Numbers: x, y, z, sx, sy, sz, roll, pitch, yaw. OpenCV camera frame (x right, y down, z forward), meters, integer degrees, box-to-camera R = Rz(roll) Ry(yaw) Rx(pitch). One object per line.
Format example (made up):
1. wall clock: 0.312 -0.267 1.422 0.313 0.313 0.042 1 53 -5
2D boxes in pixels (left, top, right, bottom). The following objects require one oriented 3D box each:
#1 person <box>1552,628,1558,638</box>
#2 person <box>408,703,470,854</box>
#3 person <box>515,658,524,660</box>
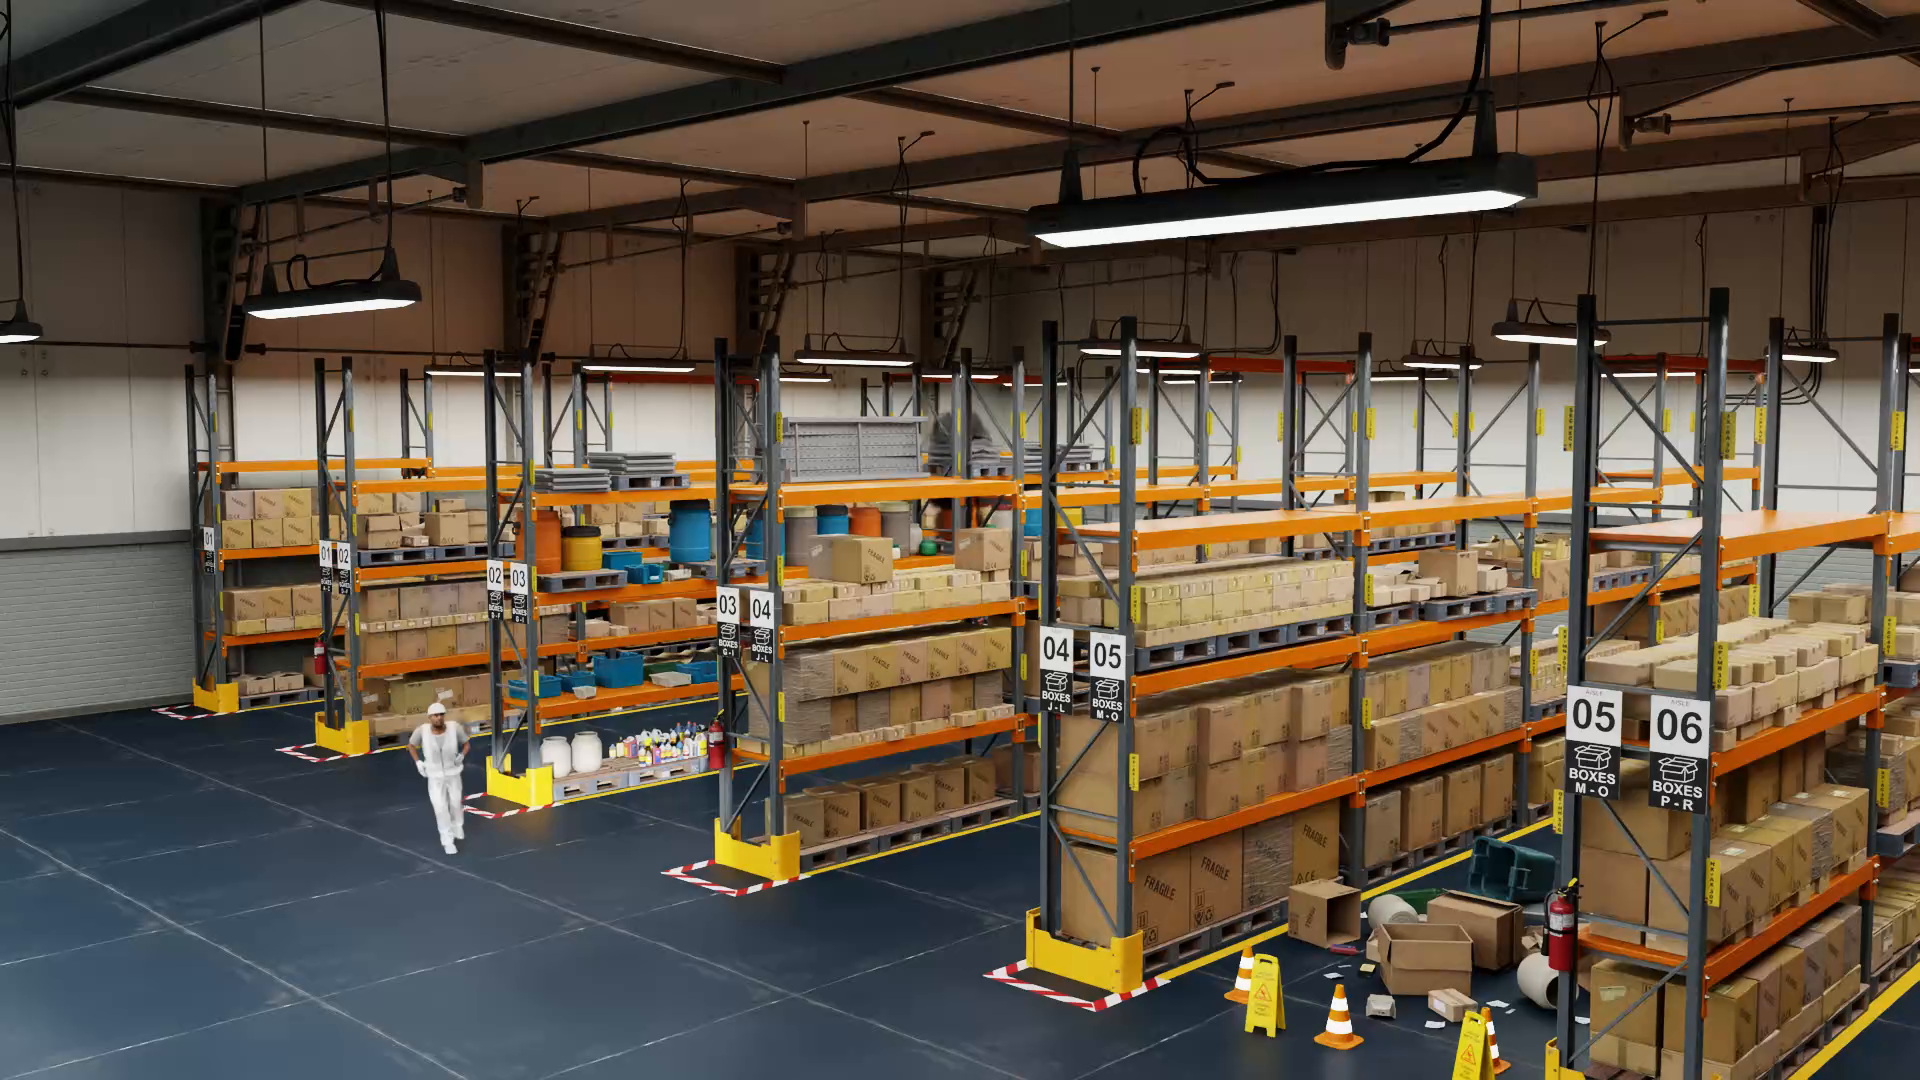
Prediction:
1. person: 9.698 2.261 26.873 0.669 1.731 0.622 3 5 30
2. person: -6.156 2.767 19.683 0.701 1.758 0.883 -1 5 -14
3. person: -8.086 2.062 30.657 0.696 1.566 1.220 1 5 17
